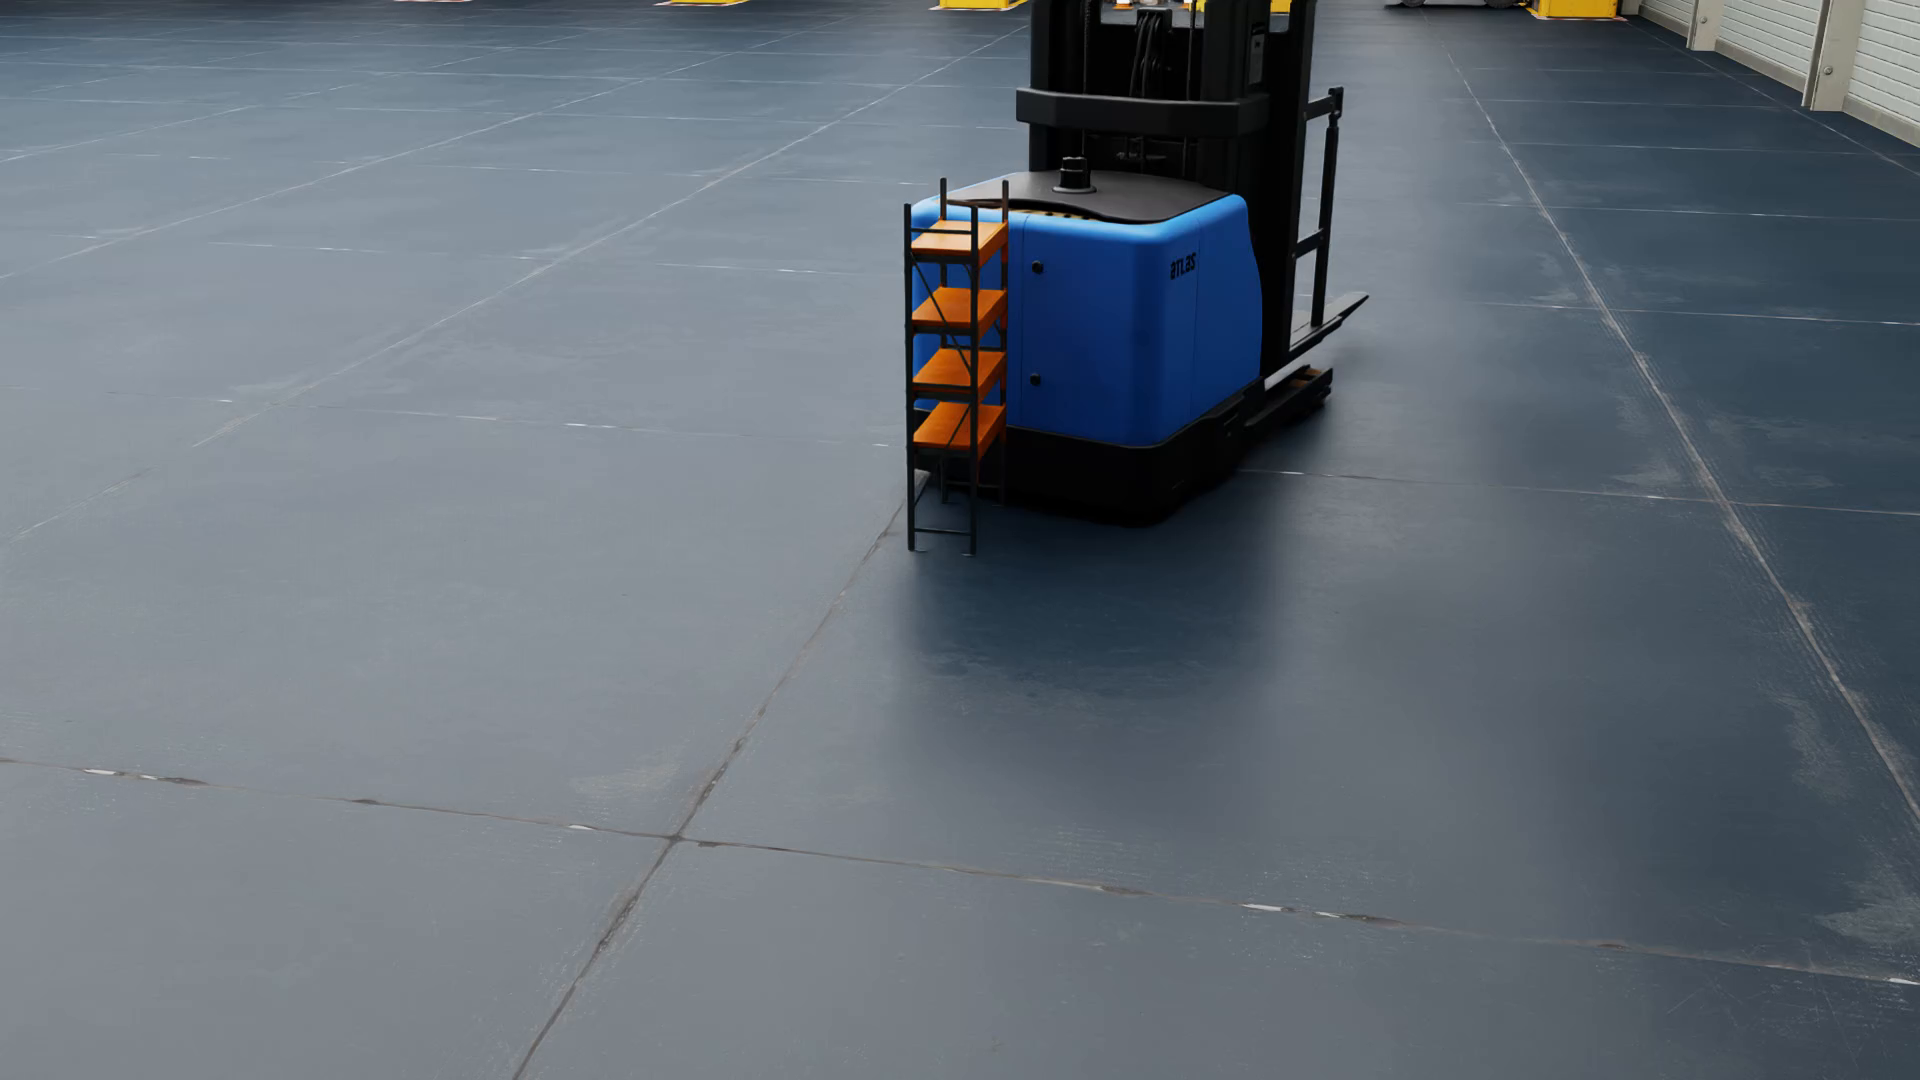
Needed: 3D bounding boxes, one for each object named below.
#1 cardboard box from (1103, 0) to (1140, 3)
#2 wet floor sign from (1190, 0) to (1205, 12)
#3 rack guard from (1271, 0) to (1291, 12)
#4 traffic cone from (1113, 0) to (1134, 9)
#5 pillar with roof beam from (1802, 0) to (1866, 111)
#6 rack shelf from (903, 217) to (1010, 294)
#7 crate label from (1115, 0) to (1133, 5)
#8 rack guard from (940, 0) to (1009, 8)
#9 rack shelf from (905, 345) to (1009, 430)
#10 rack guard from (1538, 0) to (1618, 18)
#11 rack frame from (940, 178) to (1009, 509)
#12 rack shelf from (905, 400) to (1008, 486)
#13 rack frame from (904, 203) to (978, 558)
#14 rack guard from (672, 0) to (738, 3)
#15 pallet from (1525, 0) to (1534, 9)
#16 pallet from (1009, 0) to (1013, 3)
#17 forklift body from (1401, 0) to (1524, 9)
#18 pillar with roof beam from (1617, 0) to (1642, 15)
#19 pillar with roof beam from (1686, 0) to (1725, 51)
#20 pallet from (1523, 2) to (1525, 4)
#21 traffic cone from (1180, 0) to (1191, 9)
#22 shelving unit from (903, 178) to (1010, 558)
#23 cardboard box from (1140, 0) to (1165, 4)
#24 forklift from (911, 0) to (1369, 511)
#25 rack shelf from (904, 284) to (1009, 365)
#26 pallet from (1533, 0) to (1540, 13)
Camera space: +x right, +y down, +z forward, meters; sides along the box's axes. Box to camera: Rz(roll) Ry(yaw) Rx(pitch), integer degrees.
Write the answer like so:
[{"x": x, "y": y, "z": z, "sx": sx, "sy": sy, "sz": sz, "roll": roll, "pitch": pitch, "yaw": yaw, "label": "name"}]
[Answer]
[{"x": 2.996, "y": -9.926, "z": 29.827, "sx": 0.797, "sy": 0.503, "sz": 0.637, "roll": -11, "pitch": 25, "yaw": -26, "label": "cardboard box"}, {"x": 4.030, "y": -9.169, "z": 27.756, "sx": 0.267, "sy": 0.644, "sz": 0.232, "roll": 13, "pitch": 25, "yaw": 29, "label": "wet floor sign"}, {"x": 5.132, "y": -9.117, "z": 27.822, "sx": 1.175, "sy": 0.500, "sz": 0.348, "roll": 4, "pitch": 22, "yaw": 11, "label": "rack guard"}, {"x": 2.785, "y": -9.288, "z": 28.296, "sx": 0.336, "sy": 0.463, "sz": 0.334, "roll": 4, "pitch": 22, "yaw": 11, "label": "traffic cone"}, {"x": 4.338, "y": -8.780, "z": 15.609, "sx": 9.100, "sy": 9.000, "sz": 0.400, "roll": 4, "pitch": 22, "yaw": 11, "label": "pillar with roof beam"}, {"x": -0.006, "y": -0.961, "z": 5.581, "sx": 0.258, "sy": 0.148, "sz": 0.480, "roll": 5, "pitch": 22, "yaw": 12, "label": "rack shelf"}, {"x": 2.885, "y": -9.429, "z": 29.083, "sx": 0.250, "sy": 0.136, "sz": 0.298, "roll": -7, "pitch": 23, "yaw": -17, "label": "crate label"}, {"x": 0.245, "y": -9.421, "z": 28.577, "sx": 1.175, "sy": 0.500, "sz": 0.348, "roll": 4, "pitch": 22, "yaw": 11, "label": "rack guard"}, {"x": -0.006, "y": -0.534, "z": 5.753, "sx": 0.258, "sy": 0.148, "sz": 0.480, "roll": 5, "pitch": 22, "yaw": 12, "label": "rack shelf"}, {"x": 9.971, "y": -8.704, "z": 26.796, "sx": 1.175, "sy": 0.500, "sz": 0.348, "roll": 4, "pitch": 22, "yaw": 11, "label": "rack guard"}, {"x": 0.049, "y": -0.685, "z": 5.948, "sx": 0.240, "sy": 1.200, "sz": 0.015, "roll": 5, "pitch": 22, "yaw": 12, "label": "rack frame"}, {"x": -0.006, "y": -0.350, "z": 5.827, "sx": 0.258, "sy": 0.148, "sz": 0.480, "roll": 5, "pitch": 22, "yaw": 12, "label": "rack shelf"}, {"x": -0.061, "y": -0.507, "z": 5.507, "sx": 0.240, "sy": 1.200, "sz": 0.015, "roll": 5, "pitch": 22, "yaw": 12, "label": "rack frame"}, {"x": -4.570, "y": -9.873, "z": 29.698, "sx": 1.175, "sy": 0.500, "sz": 0.348, "roll": 4, "pitch": 22, "yaw": 11, "label": "rack guard"}, {"x": 10.342, "y": -9.306, "z": 28.678, "sx": 1.003, "sy": 0.211, "sz": 1.213, "roll": 4, "pitch": 22, "yaw": 11, "label": "pallet"}, {"x": 0.336, "y": -9.594, "z": 29.394, "sx": 1.003, "sy": 0.211, "sz": 1.213, "roll": 4, "pitch": 22, "yaw": 11, "label": "pallet"}, {"x": 8.577, "y": -10.311, "z": 28.576, "sx": 2.313, "sy": 2.155, "sz": 1.214, "roll": 4, "pitch": 22, "yaw": 11, "label": "forklift body"}, {"x": 6.786, "y": -13.169, "z": 26.506, "sx": 9.100, "sy": 9.000, "sz": 0.400, "roll": 4, "pitch": 22, "yaw": 11, "label": "pillar with roof beam"}, {"x": 5.562, "y": -10.975, "z": 21.058, "sx": 9.100, "sy": 9.000, "sz": 0.400, "roll": 4, "pitch": 22, "yaw": 11, "label": "pillar with roof beam"}, {"x": 10.589, "y": -9.754, "z": 29.789, "sx": 1.003, "sy": 0.211, "sz": 1.213, "roll": 4, "pitch": 22, "yaw": 11, "label": "pallet"}, {"x": 3.941, "y": -9.328, "z": 28.395, "sx": 0.336, "sy": 0.463, "sz": 0.334, "roll": 4, "pitch": 22, "yaw": 11, "label": "traffic cone"}, {"x": -0.006, "y": -0.596, "z": 5.728, "sx": 0.258, "sy": 1.200, "sz": 0.503, "roll": 5, "pitch": 22, "yaw": 12, "label": "shelving unit"}, {"x": 3.406, "y": -9.560, "z": 29.391, "sx": 0.380, "sy": 0.149, "sz": 0.250, "roll": 18, "pitch": 28, "yaw": 38, "label": "cardboard box"}, {"x": 0.986, "y": -1.965, "z": 6.810, "sx": 1.130, "sy": 2.935, "sz": 3.031, "roll": 12, "pitch": 25, "yaw": 28, "label": "forklift"}, {"x": -0.006, "y": -0.741, "z": 5.669, "sx": 0.258, "sy": 0.148, "sz": 0.480, "roll": 5, "pitch": 22, "yaw": 12, "label": "rack shelf"}, {"x": 10.091, "y": -8.861, "z": 27.574, "sx": 1.003, "sy": 0.211, "sz": 1.213, "roll": 4, "pitch": 22, "yaw": 11, "label": "pallet"}]
